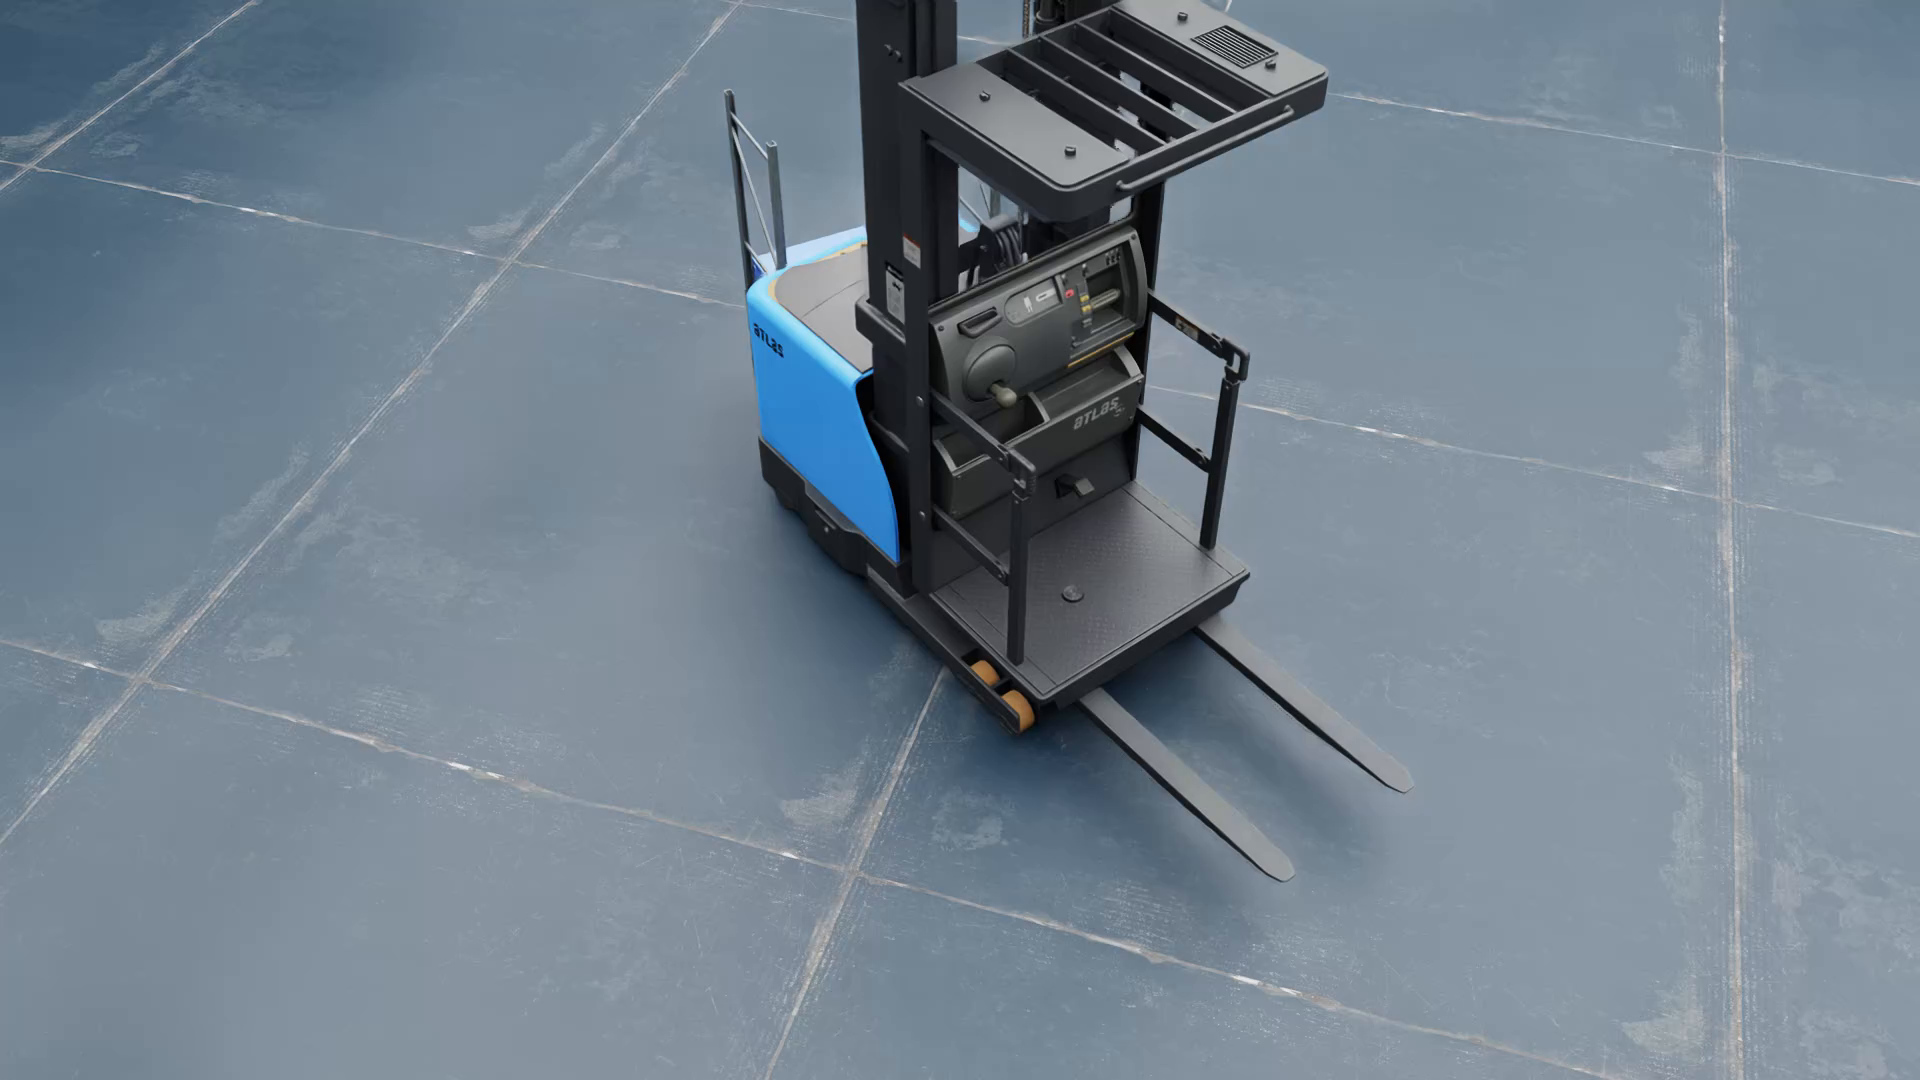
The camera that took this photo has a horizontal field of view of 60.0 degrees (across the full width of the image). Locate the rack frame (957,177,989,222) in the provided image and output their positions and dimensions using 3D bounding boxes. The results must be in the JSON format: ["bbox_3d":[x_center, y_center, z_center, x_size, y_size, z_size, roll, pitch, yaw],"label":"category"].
[{"bbox_3d":[0.048,-1.511,7.620,0.013,1.308,0.475,-20,48,-19],"label":"rack frame"}]

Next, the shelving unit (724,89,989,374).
[{"bbox_3d":[-0.408,-1.346,7.452,1.039,1.500,0.500,-20,48,-19],"label":"shelving unit"}]

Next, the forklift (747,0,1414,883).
[{"bbox_3d":[0.429,-0.702,5.771,1.130,2.935,3.031,-29,51,-26],"label":"forklift"}]

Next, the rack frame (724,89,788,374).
[{"bbox_3d":[-0.855,-1.184,7.286,0.032,1.500,0.500,-20,48,-19],"label":"rack frame"}]

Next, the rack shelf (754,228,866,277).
[{"bbox_3d":[-0.404,-1.267,7.533,0.952,0.026,0.459,-20,48,-19],"label":"rack shelf"}]
